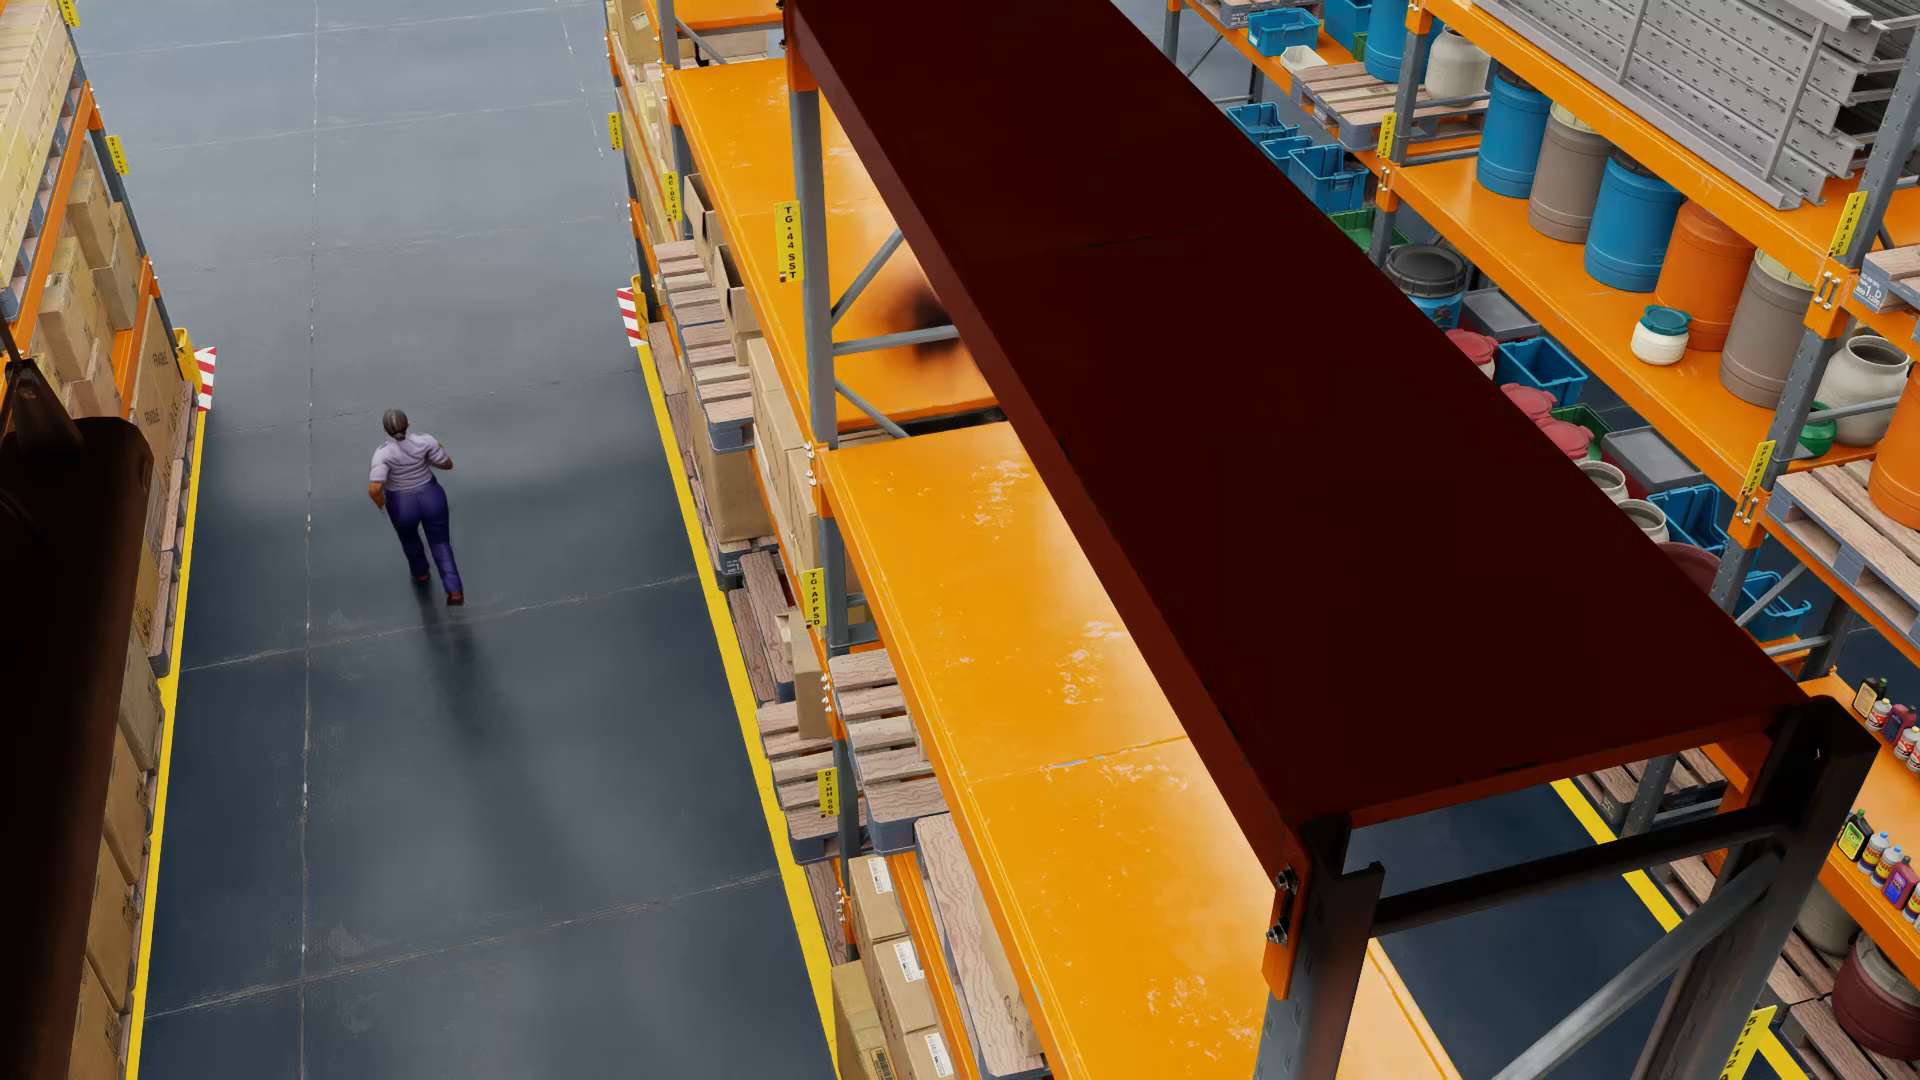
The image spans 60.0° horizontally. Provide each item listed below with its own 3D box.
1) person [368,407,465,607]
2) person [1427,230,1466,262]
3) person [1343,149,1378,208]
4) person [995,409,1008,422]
[{"bbox_3d":[-3.841,-0.228,11.786,0.613,1.650,0.930,-18,42,-22],"label":"person"},{"bbox_3d":[4.397,-2.686,14.923,0.510,1.578,0.644,-14,41,-17],"label":"person"},{"bbox_3d":[3.878,-3.606,15.987,0.710,1.777,0.755,-13,40,-16],"label":"person"},{"bbox_3d":[0.286,-0.476,12.110,0.539,1.618,0.541,-10,39,-12],"label":"person"}]
